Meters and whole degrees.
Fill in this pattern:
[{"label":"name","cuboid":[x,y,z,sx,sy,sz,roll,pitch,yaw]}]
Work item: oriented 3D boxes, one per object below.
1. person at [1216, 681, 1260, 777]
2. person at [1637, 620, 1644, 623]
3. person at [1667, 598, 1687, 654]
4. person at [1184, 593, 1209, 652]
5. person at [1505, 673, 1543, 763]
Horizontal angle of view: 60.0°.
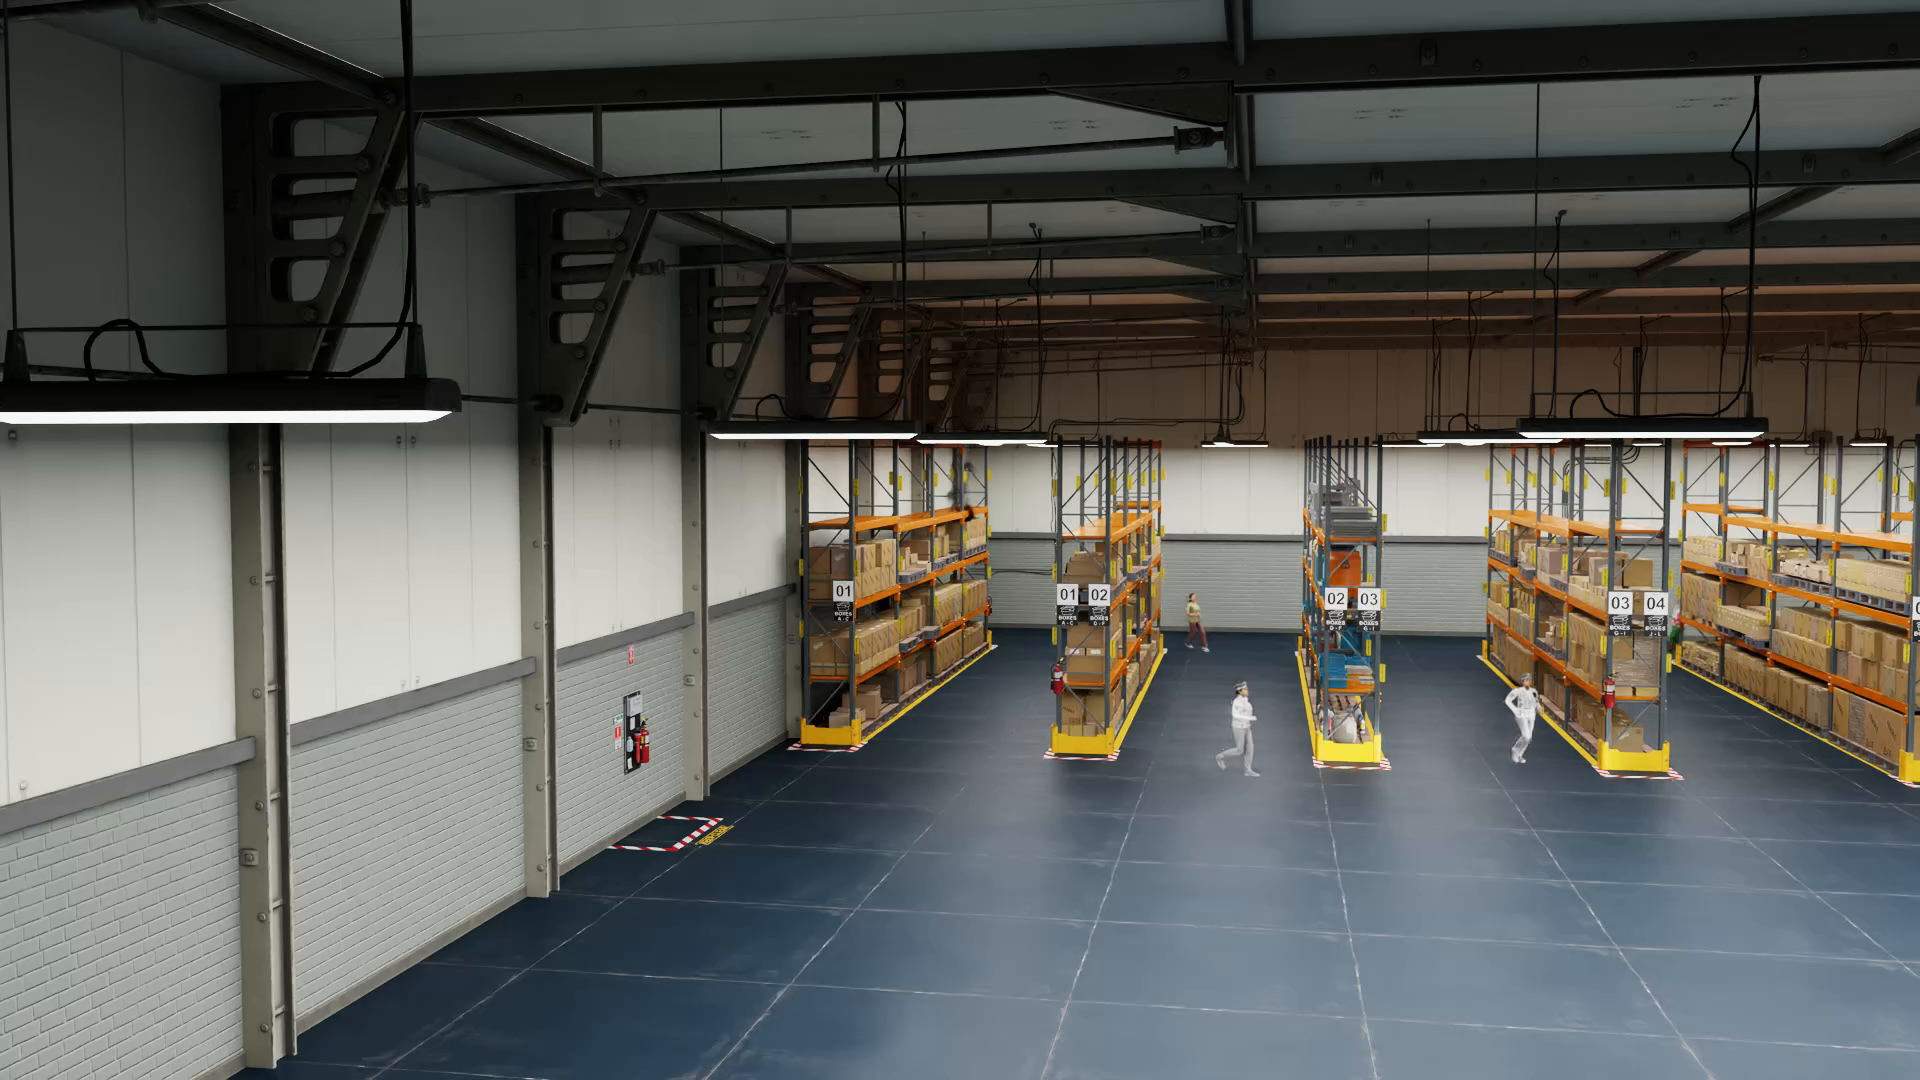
[{"label":"person","cuboid":[4.896,3.295,29.173,0.796,1.664,0.626,2,4,32]},{"label":"person","cuboid":[17.234,2.590,42.037,0.656,1.746,0.625,1,3,15]},{"label":"person","cuboid":[19.649,2.364,45.519,0.934,1.762,0.710,0,3,-2]},{"label":"person","cuboid":[6.624,2.336,47.251,0.588,1.664,0.909,-2,4,-37]},{"label":"person","cuboid":[10.318,3.242,30.273,0.612,1.668,0.581,-1,3,-13]}]
